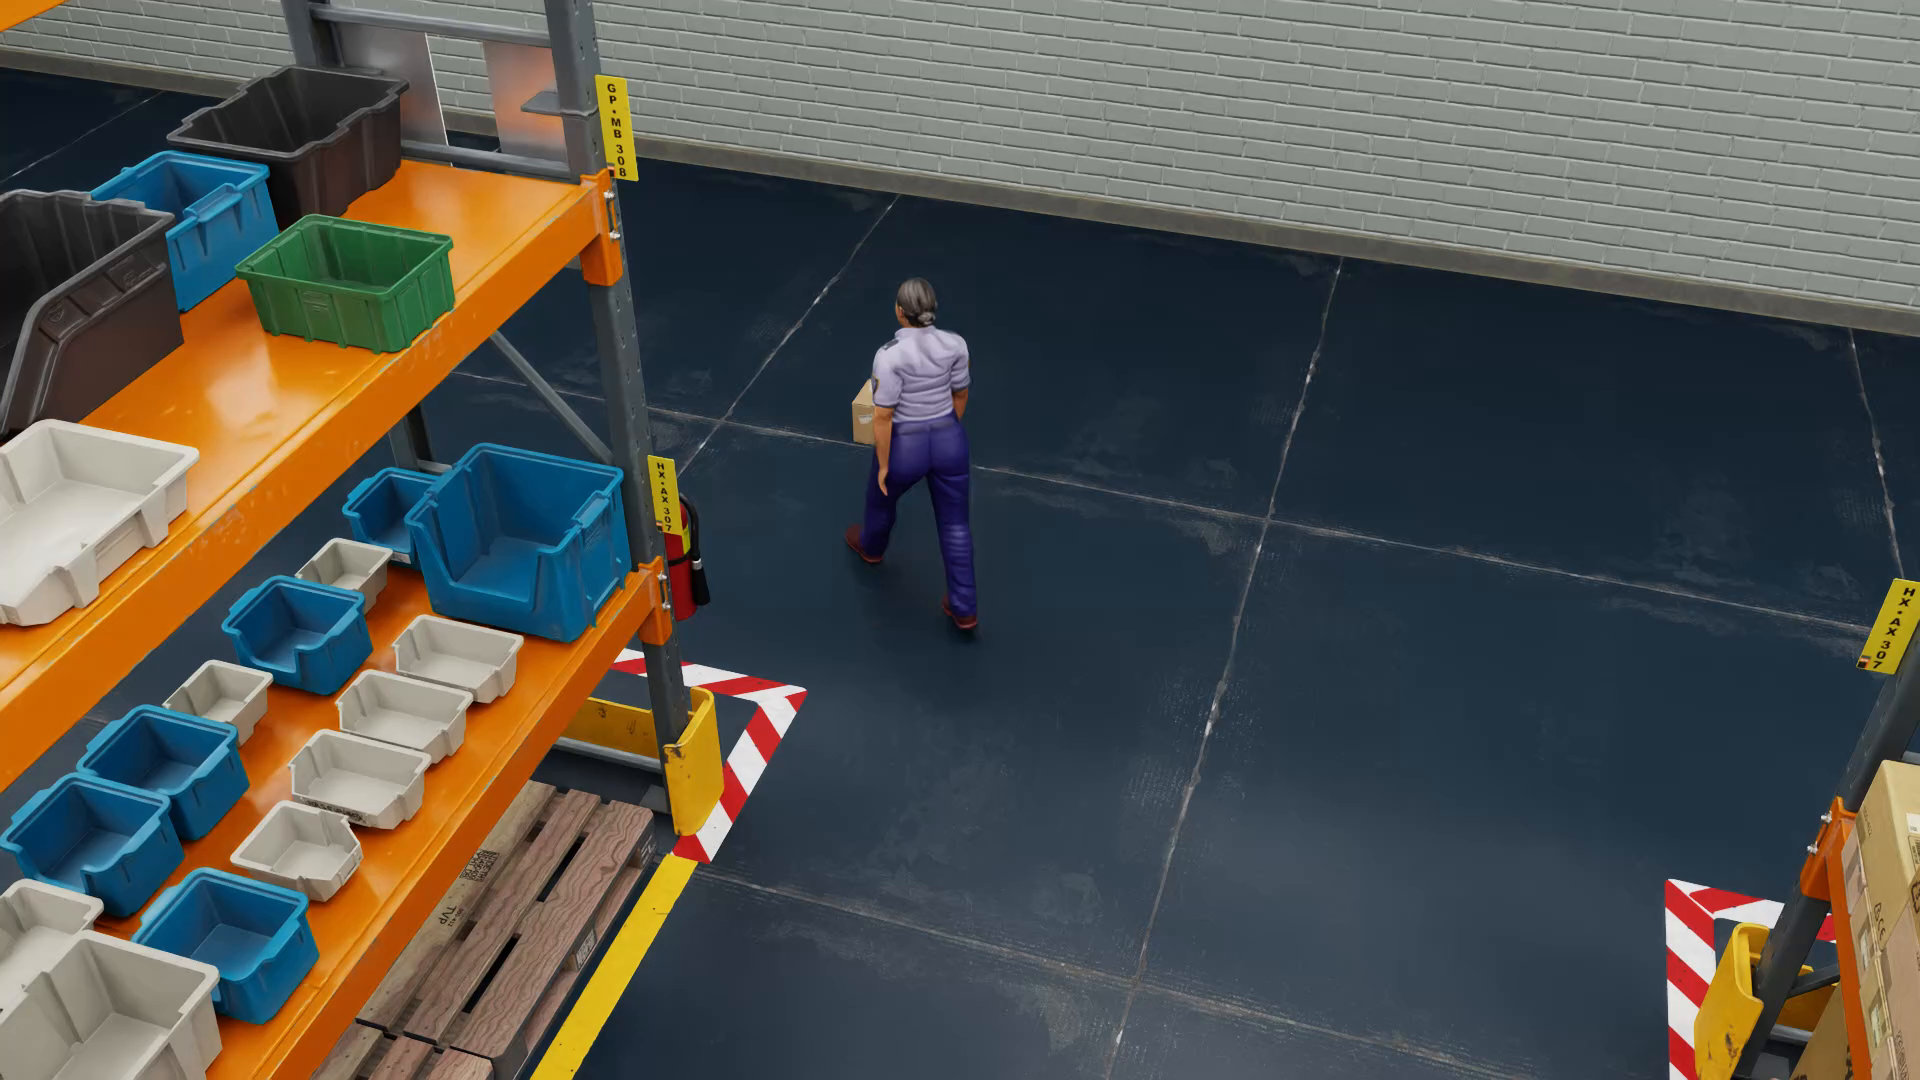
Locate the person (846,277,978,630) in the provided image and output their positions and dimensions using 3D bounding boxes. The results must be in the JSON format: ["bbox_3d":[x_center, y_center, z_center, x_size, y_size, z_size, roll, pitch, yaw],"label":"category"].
[{"bbox_3d":[-0.192,-0.440,7.476,0.502,1.587,0.962,-12,39,-15],"label":"person"}]
